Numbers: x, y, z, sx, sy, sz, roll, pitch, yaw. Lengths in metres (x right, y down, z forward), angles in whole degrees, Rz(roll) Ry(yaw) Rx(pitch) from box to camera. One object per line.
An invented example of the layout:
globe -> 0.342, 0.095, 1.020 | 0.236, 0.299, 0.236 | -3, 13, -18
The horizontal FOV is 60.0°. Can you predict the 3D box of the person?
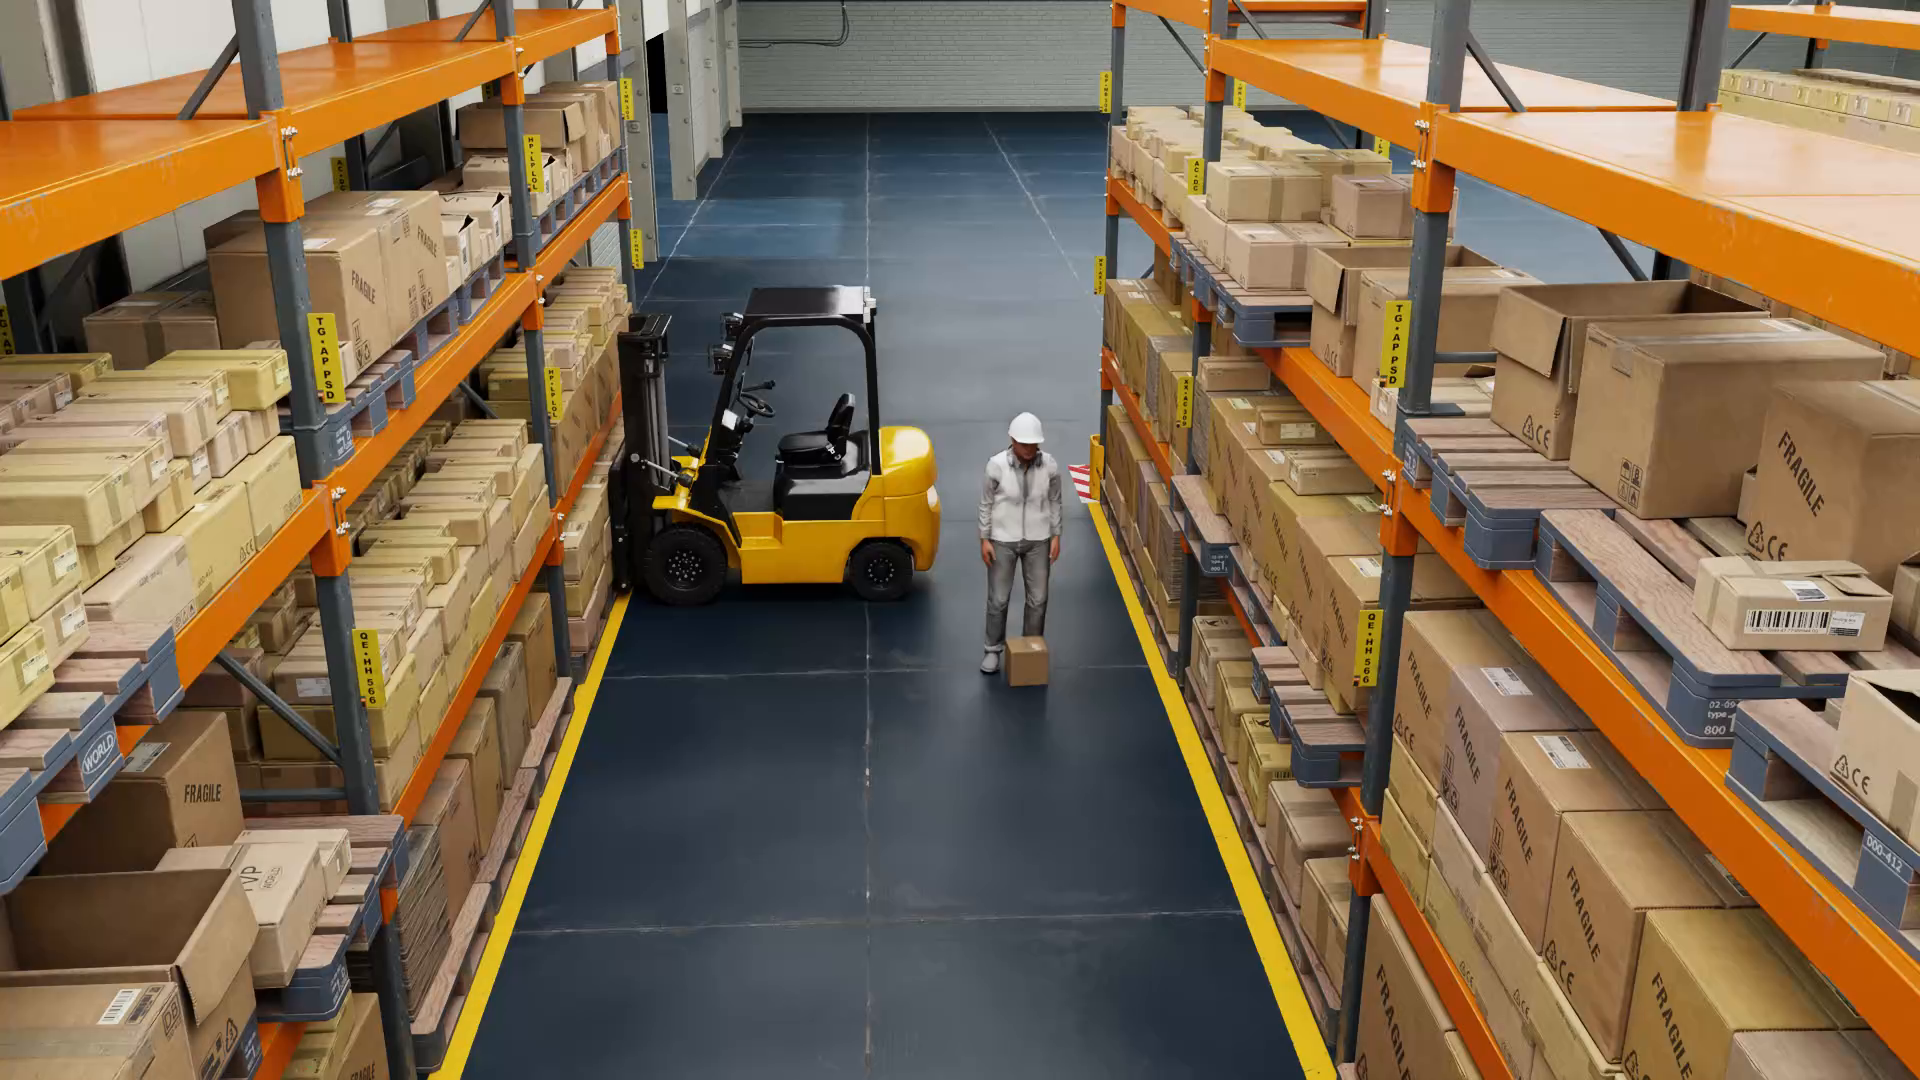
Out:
person -> 0.404, 0.003, 11.030 | 0.572, 1.771, 0.474 | -3, 20, -8
